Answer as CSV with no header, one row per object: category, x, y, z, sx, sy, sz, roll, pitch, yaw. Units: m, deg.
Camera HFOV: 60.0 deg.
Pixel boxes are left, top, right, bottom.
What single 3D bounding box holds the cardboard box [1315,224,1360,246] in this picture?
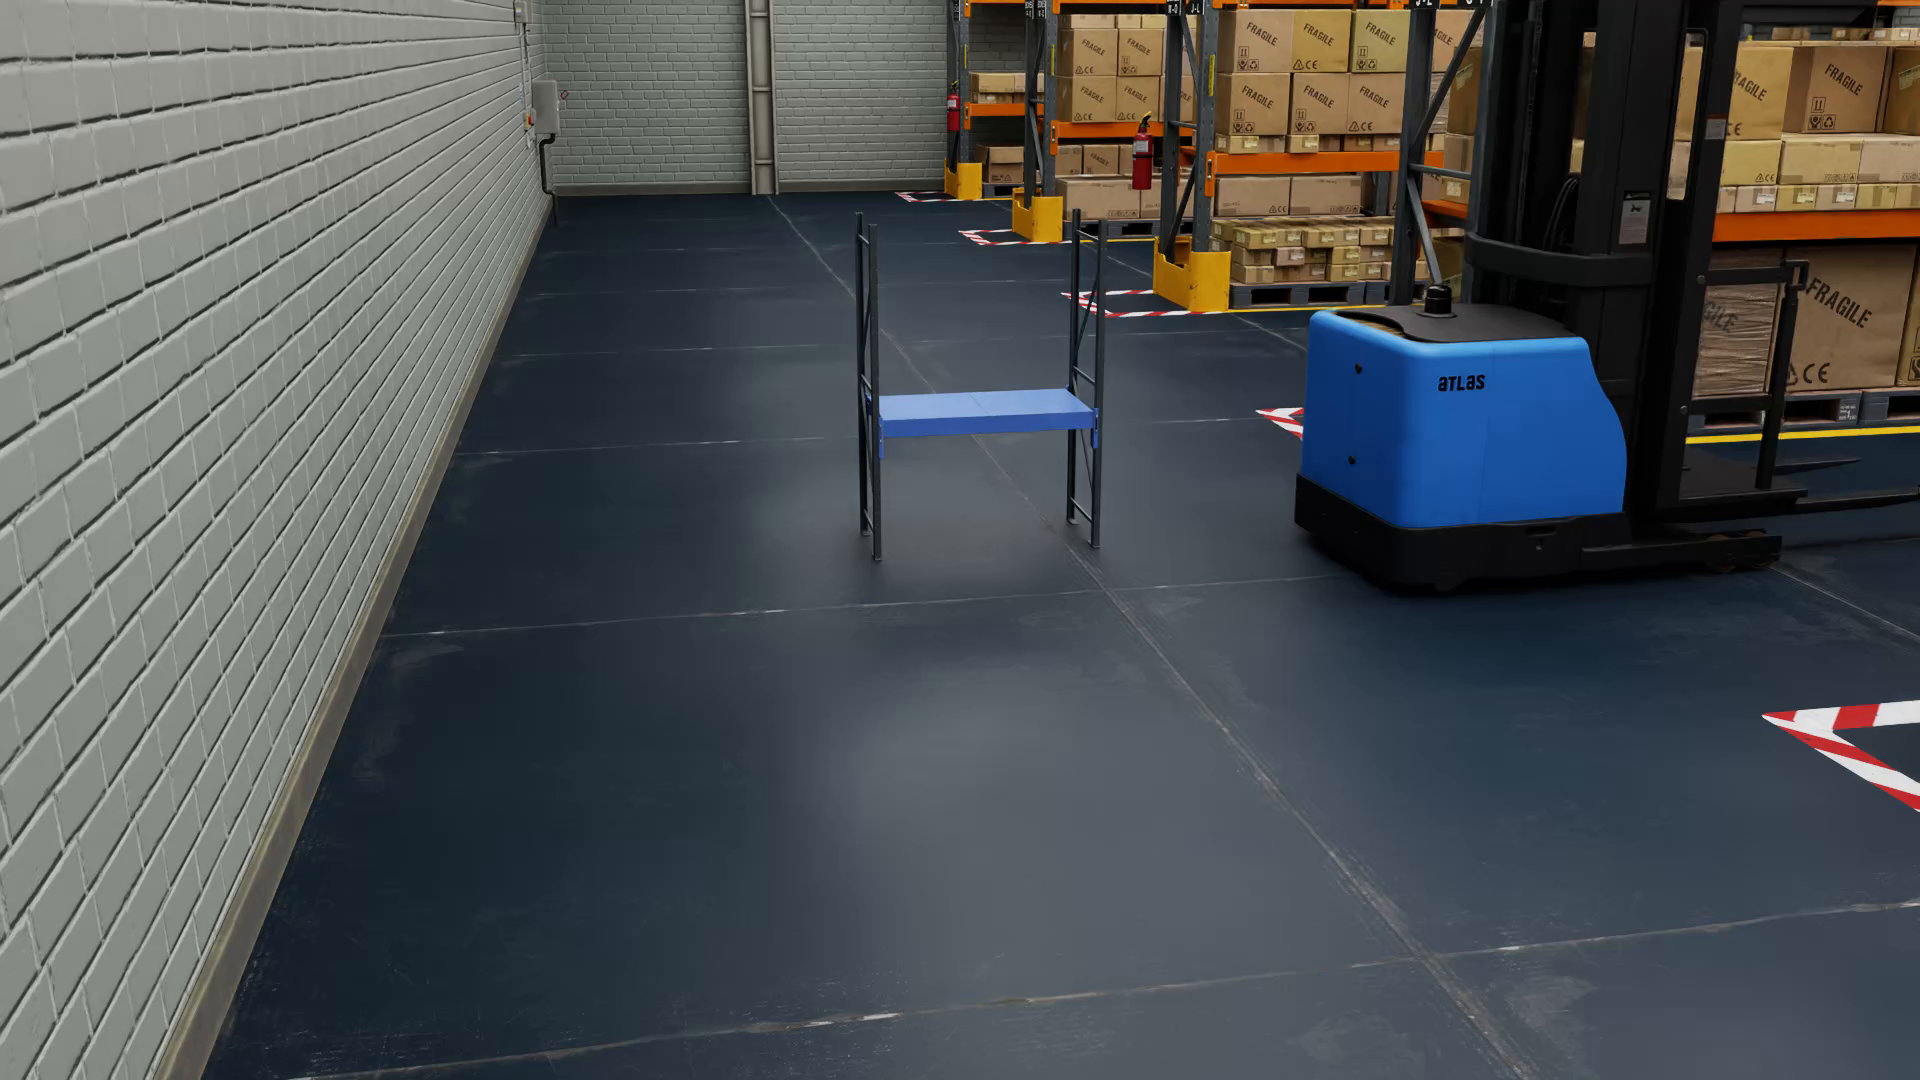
cardboard box,3.275,-2.655,14.475,0.250,0.149,0.380,-4,18,-13

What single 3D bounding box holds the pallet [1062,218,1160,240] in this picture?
pallet,1.681,-3.692,19.473,1.213,0.211,1.003,-3,17,-10

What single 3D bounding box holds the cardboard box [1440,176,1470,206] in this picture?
cardboard box,3.078,-2.096,9.955,0.250,0.149,0.380,-3,17,-9

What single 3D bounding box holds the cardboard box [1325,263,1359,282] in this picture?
cardboard box,3.280,-2.348,14.489,0.250,0.149,0.380,-3,17,-10

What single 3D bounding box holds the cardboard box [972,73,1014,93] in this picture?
cardboard box,0.462,-6.407,23.311,0.500,0.250,0.500,-3,17,-10

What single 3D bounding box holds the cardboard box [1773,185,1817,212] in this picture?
cardboard box,4.712,-1.992,9.616,0.250,0.149,0.380,-4,17,-12

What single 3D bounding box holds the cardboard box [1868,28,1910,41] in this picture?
cardboard box,11.343,-6.172,20.302,0.250,0.149,0.380,-4,18,-13

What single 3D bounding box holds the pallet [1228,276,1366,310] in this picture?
pallet,2.828,-2.243,14.755,1.213,0.211,1.003,-3,17,-10

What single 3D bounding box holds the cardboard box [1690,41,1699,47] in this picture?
cardboard box,9.159,-5.900,20.520,0.500,0.500,0.500,-4,17,-12

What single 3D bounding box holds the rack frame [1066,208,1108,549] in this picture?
rack frame,0.583,-0.750,7.699,0.032,1.500,0.500,-3,17,-10

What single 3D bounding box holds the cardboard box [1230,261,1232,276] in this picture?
cardboard box,2.426,-2.464,14.866,0.250,0.149,0.380,-3,17,-10

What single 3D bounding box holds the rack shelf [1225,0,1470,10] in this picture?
rack shelf,5.856,-7.813,24.257,4.000,0.370,1.077,-3,17,-10

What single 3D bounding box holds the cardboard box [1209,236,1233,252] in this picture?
cardboard box,2.413,-2.629,14.895,0.250,0.149,0.380,-4,17,-12

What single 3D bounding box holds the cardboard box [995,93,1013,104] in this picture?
cardboard box,0.581,-6.235,23.432,0.250,0.149,0.380,-3,17,-9

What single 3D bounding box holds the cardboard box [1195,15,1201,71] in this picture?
cardboard box,2.351,-4.302,14.329,0.500,0.500,0.500,-4,17,-12

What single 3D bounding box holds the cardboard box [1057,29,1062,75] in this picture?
cardboard box,1.339,-5.579,18.995,0.500,0.500,0.500,-3,17,-9

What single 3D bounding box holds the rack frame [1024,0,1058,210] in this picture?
rack frame,0.911,-4.958,18.846,0.127,3.000,1.000,-3,17,-10

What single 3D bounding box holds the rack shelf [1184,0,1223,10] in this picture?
rack shelf,3.913,-4.738,14.246,4.000,0.370,1.077,-3,17,-10

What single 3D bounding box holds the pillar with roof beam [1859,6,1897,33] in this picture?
pillar with roof beam,15.637,-9.128,22.204,0.400,9.000,9.100,-3,17,-10

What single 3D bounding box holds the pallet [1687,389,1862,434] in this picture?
pallet,4.756,-0.902,10.390,1.213,0.211,1.003,-3,17,-10

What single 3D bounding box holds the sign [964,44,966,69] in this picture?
sign,0.068,-6.646,22.867,0.005,0.325,0.100,-3,17,-10

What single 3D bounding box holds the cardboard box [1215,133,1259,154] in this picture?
cardboard box,2.329,-3.340,14.006,0.250,0.149,0.380,-3,17,-11

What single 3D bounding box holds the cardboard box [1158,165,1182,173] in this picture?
cardboard box,3.051,-5.370,24.127,0.258,0.266,0.396,-3,17,-8

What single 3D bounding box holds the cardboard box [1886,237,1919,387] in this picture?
cardboard box,6.055,-1.496,10.476,0.875,0.875,0.875,-3,17,-10

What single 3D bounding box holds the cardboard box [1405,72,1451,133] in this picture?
cardboard box,3.945,-3.763,14.278,0.500,0.500,0.500,-4,17,-12

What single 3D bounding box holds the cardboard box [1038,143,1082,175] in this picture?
cardboard box,1.430,-5.438,23.950,0.500,0.500,0.700,-3,17,-8

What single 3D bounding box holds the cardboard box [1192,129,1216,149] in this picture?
cardboard box,2.215,-3.516,14.579,0.250,0.149,0.380,-3,17,-10

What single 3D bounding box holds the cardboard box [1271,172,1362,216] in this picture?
cardboard box,4.201,-4.153,19.872,0.875,0.438,0.875,-3,17,-11

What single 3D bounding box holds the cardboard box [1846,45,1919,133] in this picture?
cardboard box,5.714,-2.775,10.209,0.500,0.500,0.500,-3,17,-10

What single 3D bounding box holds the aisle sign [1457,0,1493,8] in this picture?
aisle sign,2.777,-3.254,8.868,0.004,0.787,0.394,-3,17,-10

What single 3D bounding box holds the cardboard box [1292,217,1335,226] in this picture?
cardboard box,3.175,-2.806,14.967,0.250,0.149,0.380,-4,18,-13

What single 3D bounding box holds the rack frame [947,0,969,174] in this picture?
rack frame,-0.035,-6.389,23.504,0.127,3.000,1.000,-3,17,-10

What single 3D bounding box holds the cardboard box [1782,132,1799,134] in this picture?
cardboard box,4.724,-2.362,10.142,0.500,0.250,0.500,-3,17,-10

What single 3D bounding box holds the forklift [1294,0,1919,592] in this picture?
forklift,3.150,-1.402,7.384,3.031,2.935,1.130,-4,18,-14

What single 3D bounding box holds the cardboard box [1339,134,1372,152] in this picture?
cardboard box,3.345,-3.428,14.291,0.250,0.149,0.380,-3,17,-11

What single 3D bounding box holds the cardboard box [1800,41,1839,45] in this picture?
cardboard box,10.281,-5.815,20.244,0.500,0.500,0.500,-3,17,-10

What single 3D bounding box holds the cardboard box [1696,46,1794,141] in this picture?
cardboard box,4.312,-2.538,9.437,0.500,0.500,0.500,-4,17,-12

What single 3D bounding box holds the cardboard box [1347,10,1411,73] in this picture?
cardboard box,3.449,-4.206,14.016,0.500,0.500,0.500,-4,17,-12

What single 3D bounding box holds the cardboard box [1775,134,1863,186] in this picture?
cardboard box,4.828,-2.209,9.644,0.500,0.250,0.500,-4,17,-12

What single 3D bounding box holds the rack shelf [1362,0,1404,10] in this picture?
rack shelf,6.802,-6.382,19.599,4.000,0.370,1.077,-3,17,-10

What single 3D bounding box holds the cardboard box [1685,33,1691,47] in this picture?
cardboard box,8.307,-5.825,19.796,0.500,0.500,0.500,-4,17,-12

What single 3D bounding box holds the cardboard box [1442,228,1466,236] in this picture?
cardboard box,4.310,-2.693,14.599,0.250,0.149,0.380,-4,17,-12

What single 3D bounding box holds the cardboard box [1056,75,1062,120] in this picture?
cardboard box,1.334,-5.109,19.167,0.500,0.500,0.500,-3,17,-10

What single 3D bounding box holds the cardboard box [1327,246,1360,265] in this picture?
cardboard box,3.288,-2.493,14.454,0.250,0.149,0.380,-3,17,-9

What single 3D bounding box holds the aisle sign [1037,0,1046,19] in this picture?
aisle sign,0.895,-6.113,18.179,0.004,0.787,0.394,-3,17,-10

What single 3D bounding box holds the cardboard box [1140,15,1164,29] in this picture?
cardboard box,2.087,-5.770,18.512,0.250,0.149,0.380,-4,17,-12

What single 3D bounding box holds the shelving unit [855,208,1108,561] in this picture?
shelving unit,0.084,-0.722,7.607,1.048,1.500,0.538,-3,17,-10
